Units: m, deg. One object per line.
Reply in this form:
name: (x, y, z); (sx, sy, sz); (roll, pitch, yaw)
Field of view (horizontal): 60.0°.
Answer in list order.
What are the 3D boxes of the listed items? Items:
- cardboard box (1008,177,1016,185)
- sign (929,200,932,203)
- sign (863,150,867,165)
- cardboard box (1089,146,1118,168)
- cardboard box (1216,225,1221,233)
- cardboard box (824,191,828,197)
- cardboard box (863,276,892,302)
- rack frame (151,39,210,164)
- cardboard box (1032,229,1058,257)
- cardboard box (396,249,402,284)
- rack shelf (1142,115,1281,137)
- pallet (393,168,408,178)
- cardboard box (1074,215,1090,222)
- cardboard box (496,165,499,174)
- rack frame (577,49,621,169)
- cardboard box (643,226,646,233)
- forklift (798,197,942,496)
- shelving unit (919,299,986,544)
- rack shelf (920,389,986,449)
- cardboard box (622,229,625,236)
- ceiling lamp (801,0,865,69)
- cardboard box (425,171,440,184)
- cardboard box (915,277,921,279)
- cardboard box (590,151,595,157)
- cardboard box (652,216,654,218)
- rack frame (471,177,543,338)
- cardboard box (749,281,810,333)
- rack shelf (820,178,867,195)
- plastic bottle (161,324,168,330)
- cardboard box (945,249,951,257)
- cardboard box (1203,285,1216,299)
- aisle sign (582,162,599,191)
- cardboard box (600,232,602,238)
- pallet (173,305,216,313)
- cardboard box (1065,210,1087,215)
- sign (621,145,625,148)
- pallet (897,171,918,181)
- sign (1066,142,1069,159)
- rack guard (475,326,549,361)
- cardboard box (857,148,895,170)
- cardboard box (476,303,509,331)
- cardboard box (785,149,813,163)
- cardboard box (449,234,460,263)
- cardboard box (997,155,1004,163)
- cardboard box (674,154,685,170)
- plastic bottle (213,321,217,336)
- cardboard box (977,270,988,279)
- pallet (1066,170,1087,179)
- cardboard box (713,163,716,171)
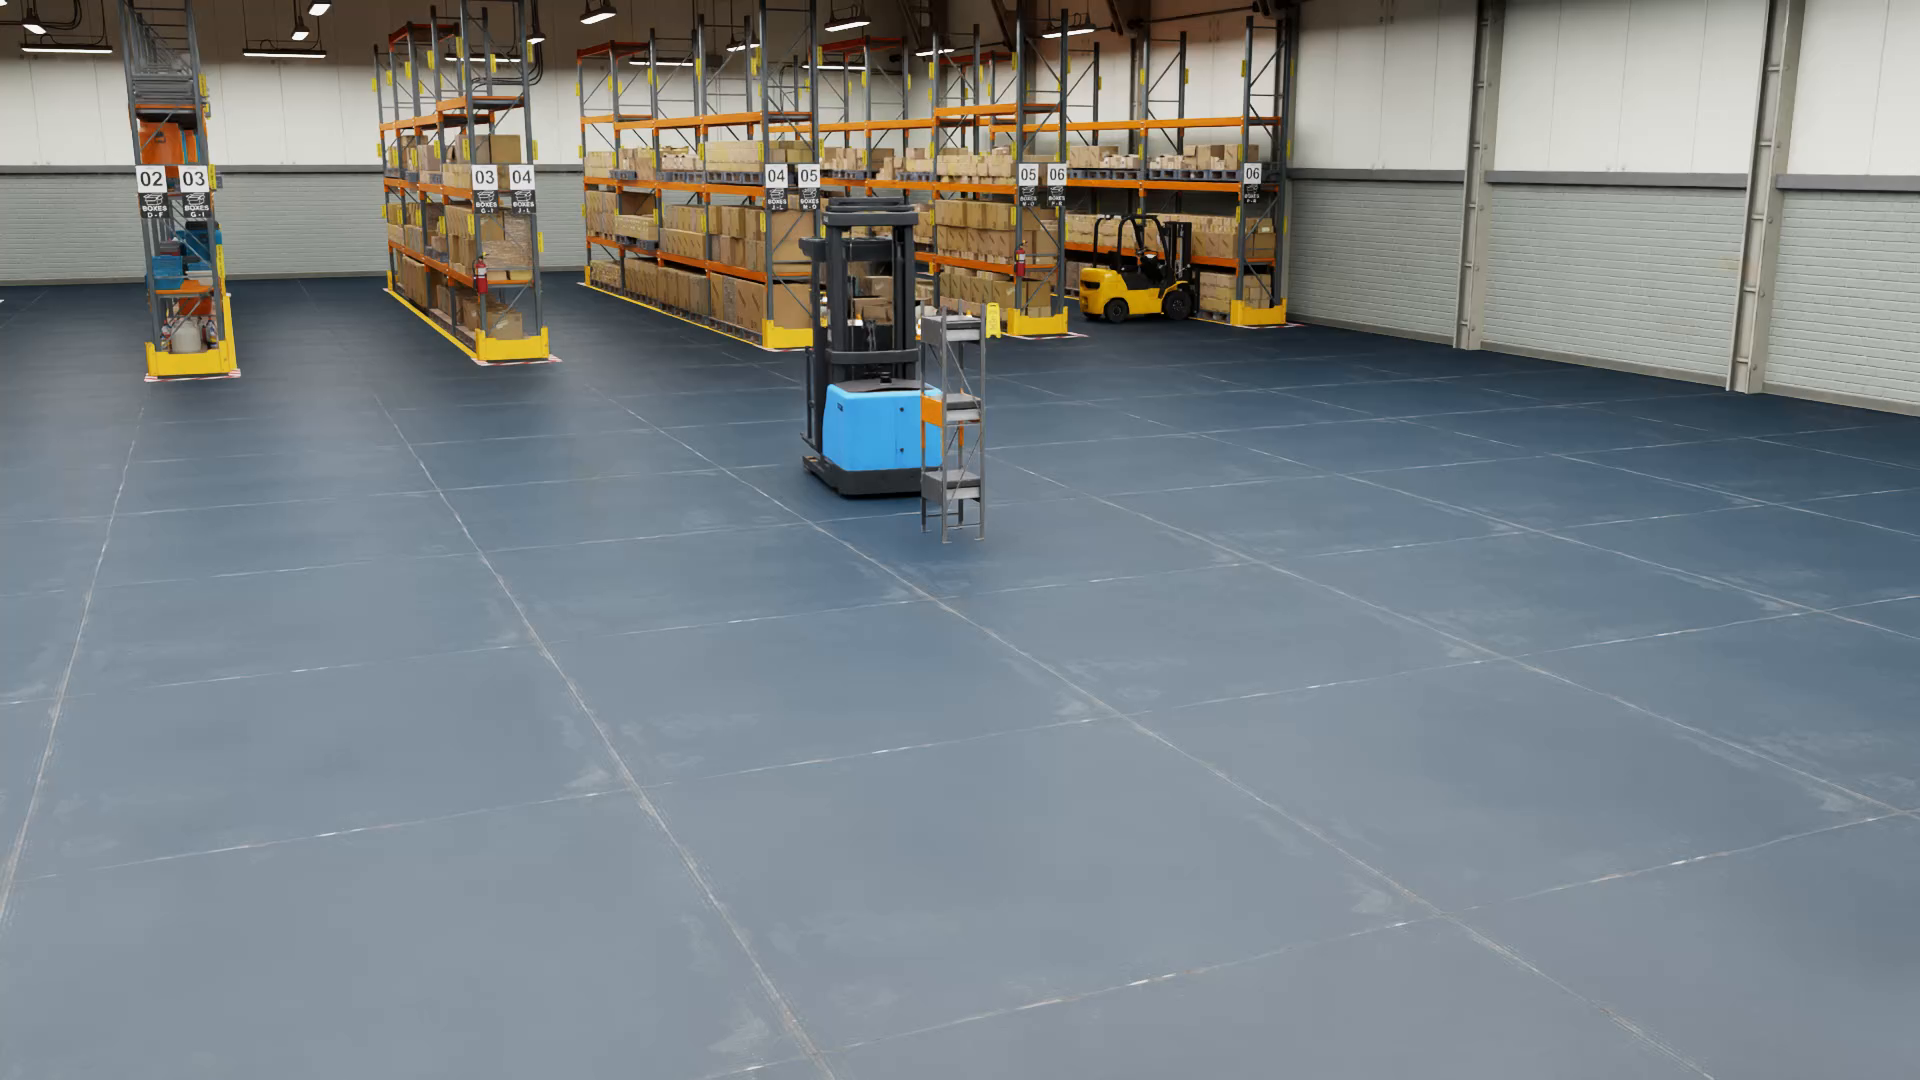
cardboard box: (1.127, -6.820, 31.587); (0.380, 0.149, 0.250); (-6, 14, -23)
sign: (-0.834, -9.560, 47.602); (0.100, 0.325, 0.005); (-6, 14, -23)
sign: (-2.191, -8.788, 38.215); (0.100, 0.325, 0.005); (-6, 14, -23)
cardboard box: (3.342, -8.915, 38.711); (0.500, 0.500, 0.500); (-5, 14, -22)
cardboard box: (5.499, -6.402, 34.216); (0.380, 0.149, 0.250); (-5, 14, -22)
cardboard box: (-3.287, -8.903, 42.808); (0.380, 0.149, 0.250); (-5, 14, -22)
cardboard box: (-1.695, -5.243, 34.734); (0.500, 0.500, 0.500); (-6, 14, -23)
rack frame: (-18.502, -10.318, 39.494); (1.000, 3.000, 0.127); (-6, 14, -23)
cardboard box: (1.590, -5.749, 32.174); (0.500, 0.500, 0.500); (-6, 14, -24)
cardboard box: (-13.634, -6.887, 41.755); (0.875, 0.875, 0.875); (-6, 14, -23)
rack shelf: (5.271, -8.672, 34.864); (1.077, 0.370, 4.000); (-6, 14, -23)
pallet: (-12.679, -8.604, 38.939); (1.003, 0.211, 1.213); (-6, 14, -23)
cardboard box: (2.960, -7.700, 39.829); (0.380, 0.149, 0.250); (-5, 14, -21)
cardboard box: (-7.948, -6.213, 27.858); (0.380, 0.149, 0.250); (-6, 14, -25)
rack frame: (-9.378, -11.192, 43.272); (1.000, 3.000, 0.127); (-6, 14, -23)
cardboard box: (-6.897, -6.960, 37.256); (0.380, 0.149, 0.250); (-5, 14, -21)
forklift: (-1.079, -2.158, 17.695); (1.130, 2.935, 3.031); (-4, 14, -17)
shelving unit: (-0.066, -1.057, 14.781); (0.431, 2.100, 0.503); (-6, 14, -23)
rack shelf: (-0.066, -1.044, 14.784); (0.431, 0.518, 0.480); (-6, 14, -23)
cardboard box: (-7.727, -7.242, 39.133); (0.380, 0.149, 0.250); (-5, 14, -22)
ceiling lamp: (-3.544, -15.297, 48.061); (2.000, 3.185, 0.800); (-6, 14, -23)
cardboard box: (-10.384, -7.247, 33.208); (0.500, 0.250, 0.500); (-5, 14, -22)
cardboard box: (-1.462, -5.892, 38.570); (0.950, 0.372, 0.625); (-7, 15, -27)
cardboard box: (-9.233, -9.841, 42.425); (0.380, 0.149, 0.250); (-5, 14, -22)
cardboard box: (-7.026, -7.536, 39.084); (0.380, 0.149, 0.250); (-6, 14, -25)
rack frame: (-7.554, -4.537, 27.820); (1.000, 3.000, 0.127); (-6, 14, -23)
cardboard box: (-3.301, -4.268, 30.438); (0.875, 0.875, 0.875); (-6, 14, -23)
rack shelf: (-2.480, -8.609, 40.358); (1.077, 0.370, 4.000); (-6, 14, -23)
plastic bottle: (-13.431, -3.470, 28.111); (0.144, 0.351, 0.185); (-5, 14, -21)
cardboard box: (-0.095, -5.995, 34.675); (0.380, 0.149, 0.250); (-5, 14, -21)
cardboard box: (5.400, -5.167, 34.599); (0.500, 0.250, 0.500); (-6, 14, -24)
aisle sign: (-9.683, -9.524, 43.604); (0.394, 0.787, 0.004); (-6, 14, -23)
cardboard box: (-8.962, -7.789, 42.427); (0.380, 0.149, 0.250); (-6, 14, -24)
pallet: (-16.136, -4.795, 35.118); (1.003, 0.211, 1.213); (-6, 14, -23)
cardboard box: (2.805, -7.908, 41.232); (0.500, 0.500, 0.500); (-5, 14, -20)
sign: (-8.862, -10.208, 43.709); (0.100, 0.325, 0.005); (-6, 14, -23)
pallet: (-0.644, -7.980, 36.459); (1.213, 0.211, 1.003); (-6, 14, -23)
sign: (2.023, -7.368, 31.463); (0.100, 0.325, 0.005); (-6, 14, -23)
rack guard: (-7.585, -3.335, 28.170); (1.175, 0.500, 0.348); (-6, 14, -23)
cardboard box: (-1.968, -8.865, 38.710); (0.797, 0.503, 0.637); (-7, 15, -26)
cardboard box: (-8.476, -4.025, 30.221); (0.500, 0.500, 0.500); (-7, 15, -28)
cardboard box: (-2.927, -6.874, 29.783); (0.500, 0.250, 0.500); (-6, 14, -23)
cardboard box: (-8.865, -5.352, 30.460); (0.875, 0.500, 0.500); (-6, 14, -23)
cardboard box: (0.933, -7.311, 31.941); (0.380, 0.149, 0.250); (-6, 14, -24)
cardboard box: (-5.679, -7.909, 34.783); (0.500, 0.311, 0.500); (-6, 14, -24)
plastic bottle: (-13.200, -3.737, 29.414); (0.061, 0.283, 0.133); (-5, 14, -20)
cardboard box: (0.556, -5.297, 33.169); (0.380, 0.149, 0.250); (-5, 14, -21)
pallet: (3.222, -8.771, 39.882); (1.213, 0.211, 1.003); (-5, 14, -20)
cardboard box: (-4.533, -7.172, 31.957); (0.380, 0.149, 0.250); (-6, 14, -23)
